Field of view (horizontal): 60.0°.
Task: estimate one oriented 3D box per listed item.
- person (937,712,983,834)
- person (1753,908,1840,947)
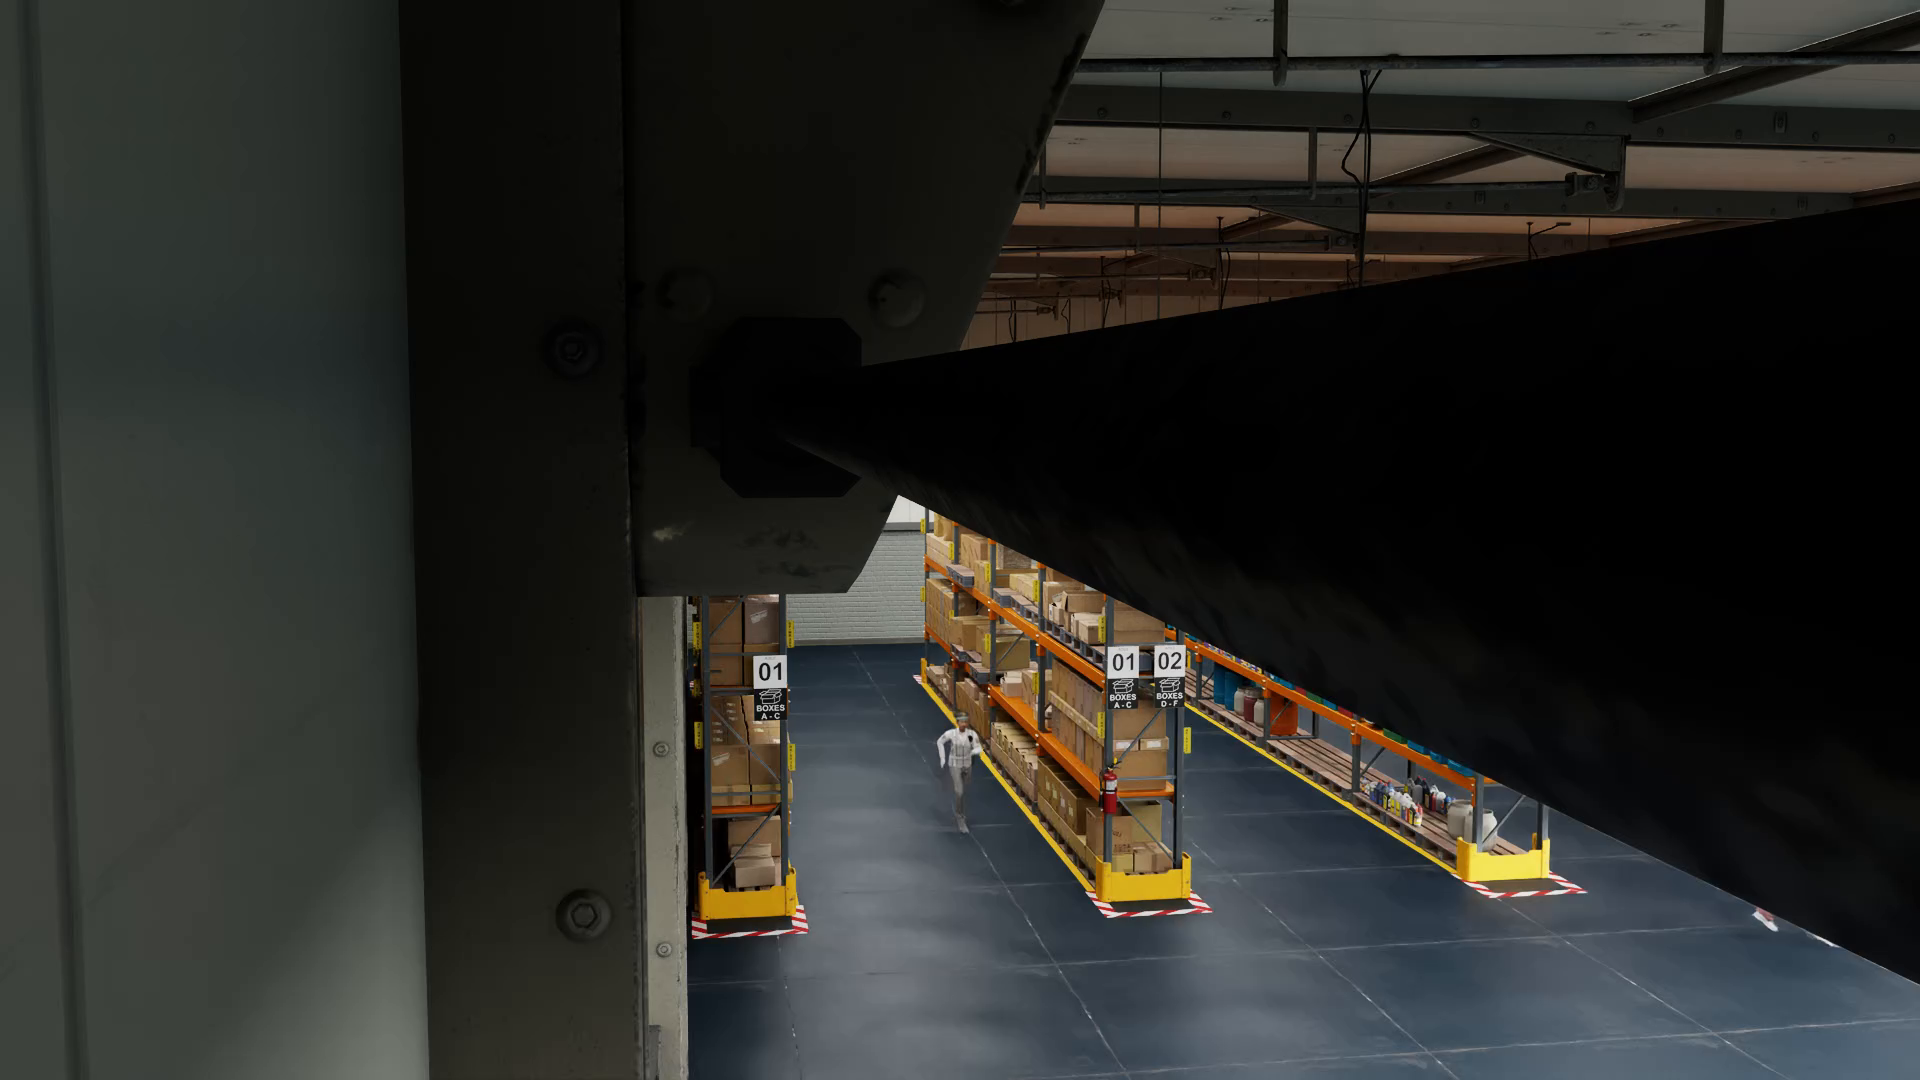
[{"bbox_3d":[0.010,3.342,24.289,0.580,1.738,0.850,-2,5,-19],"label":"person"},{"bbox_3d":[9.703,3.741,19.217,0.923,1.594,0.572,2,6,24],"label":"person"}]
